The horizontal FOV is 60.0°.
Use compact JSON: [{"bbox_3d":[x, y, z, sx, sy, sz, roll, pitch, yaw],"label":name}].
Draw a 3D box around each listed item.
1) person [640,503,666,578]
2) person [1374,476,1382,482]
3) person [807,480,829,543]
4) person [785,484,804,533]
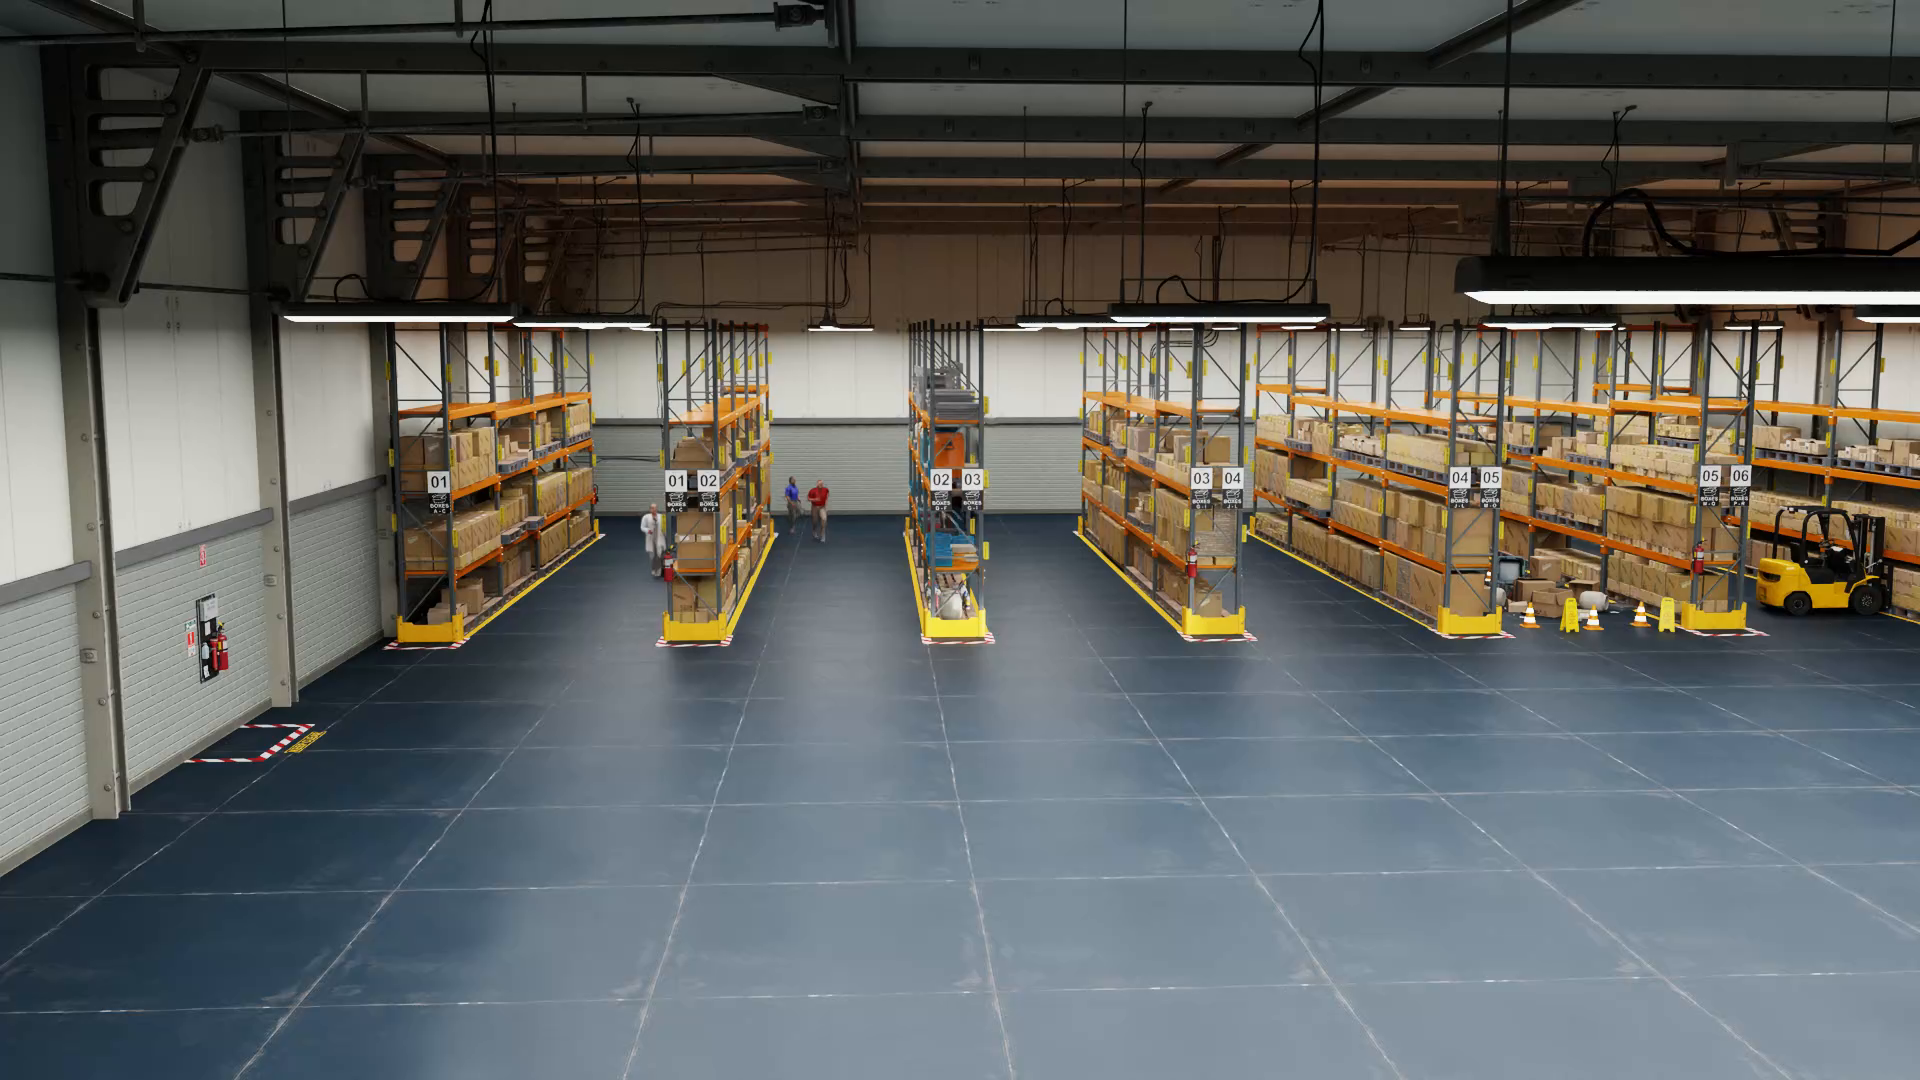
[{"bbox_3d":[-7.178,0.060,39.177,0.672,1.680,0.838,-1,7,-10],"label":"person"},{"bbox_3d":[12.444,-1.159,49.417,0.581,1.601,0.645,0,7,2],"label":"person"},{"bbox_3d":[-3.953,-0.813,46.275,0.657,1.763,0.988,-2,7,-15],"label":"person"},{"bbox_3d":[-4.792,-0.924,48.204,0.497,1.421,0.559,5,8,32],"label":"person"}]
